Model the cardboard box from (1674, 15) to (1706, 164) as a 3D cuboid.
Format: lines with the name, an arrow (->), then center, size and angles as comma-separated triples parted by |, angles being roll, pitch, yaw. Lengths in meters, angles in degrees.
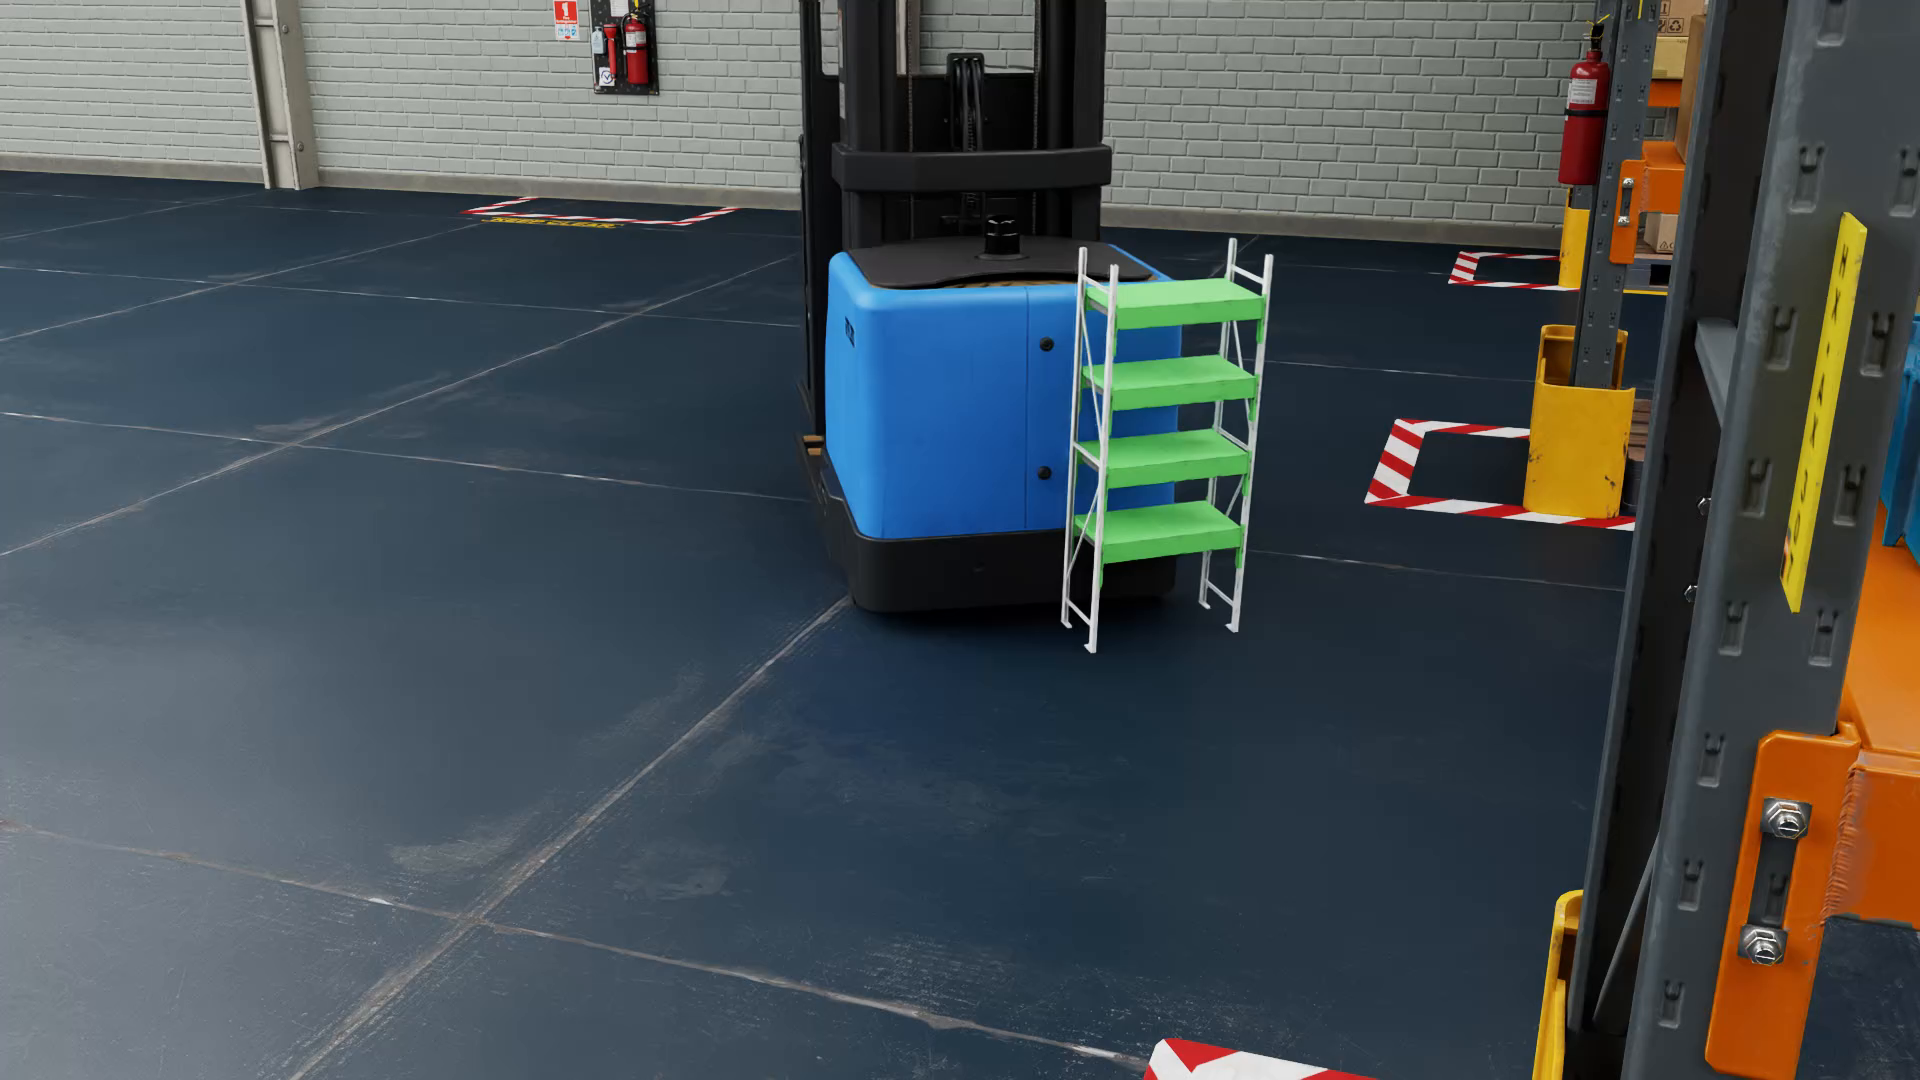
cardboard box -> 2.976, -1.678, 6.181 | 0.500, 0.500, 0.700 | 7, 20, 18

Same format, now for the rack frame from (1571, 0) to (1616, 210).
rack frame -> 4.161, -3.226, 10.773 | 0.127, 3.000, 1.000 | 7, 20, 18

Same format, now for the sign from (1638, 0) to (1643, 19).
sign -> 2.351, -1.960, 5.705 | 0.005, 0.325, 0.100 | 7, 20, 18

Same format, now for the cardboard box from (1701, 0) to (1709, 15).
cardboard box -> 2.962, -2.057, 6.282 | 0.250, 0.149, 0.380 | 6, 20, 17

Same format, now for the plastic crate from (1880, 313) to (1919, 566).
plastic crate -> 1.481, -0.114, 2.073 | 0.616, 0.251, 0.499 | 7, 20, 18

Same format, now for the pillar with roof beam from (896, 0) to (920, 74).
pillar with roof beam -> -1.974, -5.562, 8.360 | 0.400, 9.000, 9.100 | 7, 20, 18

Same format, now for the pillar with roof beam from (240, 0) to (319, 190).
pillar with roof beam -> -7.642, -6.210, 10.219 | 0.400, 9.000, 9.100 | 7, 20, 18

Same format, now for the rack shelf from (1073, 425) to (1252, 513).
rack shelf -> 0.610, -0.219, 5.052 | 0.480, 0.148, 0.258 | -7, 24, -19

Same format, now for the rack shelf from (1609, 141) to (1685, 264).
rack shelf -> 4.428, -1.130, 5.852 | 4.000, 0.370, 1.077 | 7, 20, 18

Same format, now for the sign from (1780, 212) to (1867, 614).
sign -> 0.725, -0.106, 1.402 | 0.005, 0.325, 0.100 | 7, 20, 18

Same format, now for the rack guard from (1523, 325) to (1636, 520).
rack guard -> 2.516, -0.507, 6.773 | 0.348, 0.500, 1.175 | 7, 20, 18

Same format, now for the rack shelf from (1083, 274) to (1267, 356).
rack shelf -> 0.620, -0.662, 4.867 | 0.480, 0.148, 0.258 | -7, 24, -19

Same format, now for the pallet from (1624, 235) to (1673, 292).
pallet -> 4.989, -1.802, 10.926 | 1.213, 0.211, 1.003 | 7, 20, 18

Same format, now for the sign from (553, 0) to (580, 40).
sign -> -3.372, -4.455, 14.245 | 0.234, 0.329, 0.001 | 7, 20, 18

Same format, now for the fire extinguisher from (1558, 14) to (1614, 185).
fire extinguisher -> 2.580, -1.806, 6.817 | 0.183, 0.674, 0.296 | 7, 20, 18

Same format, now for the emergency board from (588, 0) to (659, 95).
emergency board -> -2.883, -4.346, 13.987 | 0.643, 1.169, 0.194 | 7, 20, 18

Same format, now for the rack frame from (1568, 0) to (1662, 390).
rack frame -> 2.539, -1.685, 6.354 | 0.127, 3.000, 1.000 | 7, 20, 18

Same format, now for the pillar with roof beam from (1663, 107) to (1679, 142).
pillar with roof beam -> 3.693, -4.914, 6.501 | 0.400, 9.000, 9.100 | 7, 20, 18

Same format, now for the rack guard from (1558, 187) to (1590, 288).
rack guard -> 4.233, -2.037, 11.161 | 0.348, 0.500, 1.175 | 7, 20, 18

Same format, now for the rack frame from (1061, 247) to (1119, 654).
rack frame -> 0.381, -0.251, 4.950 | 0.015, 1.200, 0.240 | -7, 24, -19

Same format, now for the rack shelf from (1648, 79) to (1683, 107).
rack shelf -> 6.050, -2.670, 10.272 | 4.000, 0.370, 1.077 | 7, 20, 18

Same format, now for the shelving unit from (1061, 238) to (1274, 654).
shelving unit -> 0.611, -0.278, 5.027 | 0.503, 1.200, 0.258 | -7, 24, -19

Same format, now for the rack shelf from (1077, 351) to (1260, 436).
rack shelf -> 0.615, -0.441, 4.959 | 0.480, 0.148, 0.258 | -7, 24, -19

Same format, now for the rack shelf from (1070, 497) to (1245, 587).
rack shelf -> 0.605, 0.002, 5.144 | 0.480, 0.148, 0.258 | -7, 24, -19

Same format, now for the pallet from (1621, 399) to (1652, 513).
pallet -> 3.275, -0.299, 6.613 | 1.213, 0.211, 1.003 | 7, 20, 18

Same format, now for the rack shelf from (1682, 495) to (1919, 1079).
rack shelf -> 2.799, 0.410, 1.435 | 4.000, 0.370, 1.077 | 7, 20, 18

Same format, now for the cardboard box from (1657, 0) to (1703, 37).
cardboard box -> 4.513, -3.374, 10.255 | 0.500, 0.500, 0.500 | 7, 20, 18

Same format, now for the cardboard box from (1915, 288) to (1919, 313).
cardboard box -> 3.445, -0.759, 6.096 | 0.500, 0.500, 0.500 | 7, 20, 18

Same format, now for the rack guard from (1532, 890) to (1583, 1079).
rack guard -> 0.997, 1.028, 2.366 | 0.348, 0.500, 1.175 | 7, 20, 18

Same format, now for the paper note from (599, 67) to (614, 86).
paper note -> -3.028, -3.971, 14.249 | 0.142, 0.148, 0.016 | 7, 20, 18

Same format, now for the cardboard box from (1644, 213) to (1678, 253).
cardboard box -> 4.785, -2.061, 10.849 | 0.500, 0.311, 0.500 | 4, 20, 12

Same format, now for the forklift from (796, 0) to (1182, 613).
forklift -> -0.067, -1.603, 6.223 | 1.130, 2.935, 3.031 | -3, 20, -10

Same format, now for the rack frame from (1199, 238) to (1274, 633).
rack frame -> 0.841, -0.305, 5.105 | 0.015, 1.200, 0.240 | -7, 24, -19

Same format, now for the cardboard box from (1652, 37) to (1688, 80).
cardboard box -> 4.518, -3.013, 10.360 | 0.500, 0.250, 0.500 | 6, 20, 16
